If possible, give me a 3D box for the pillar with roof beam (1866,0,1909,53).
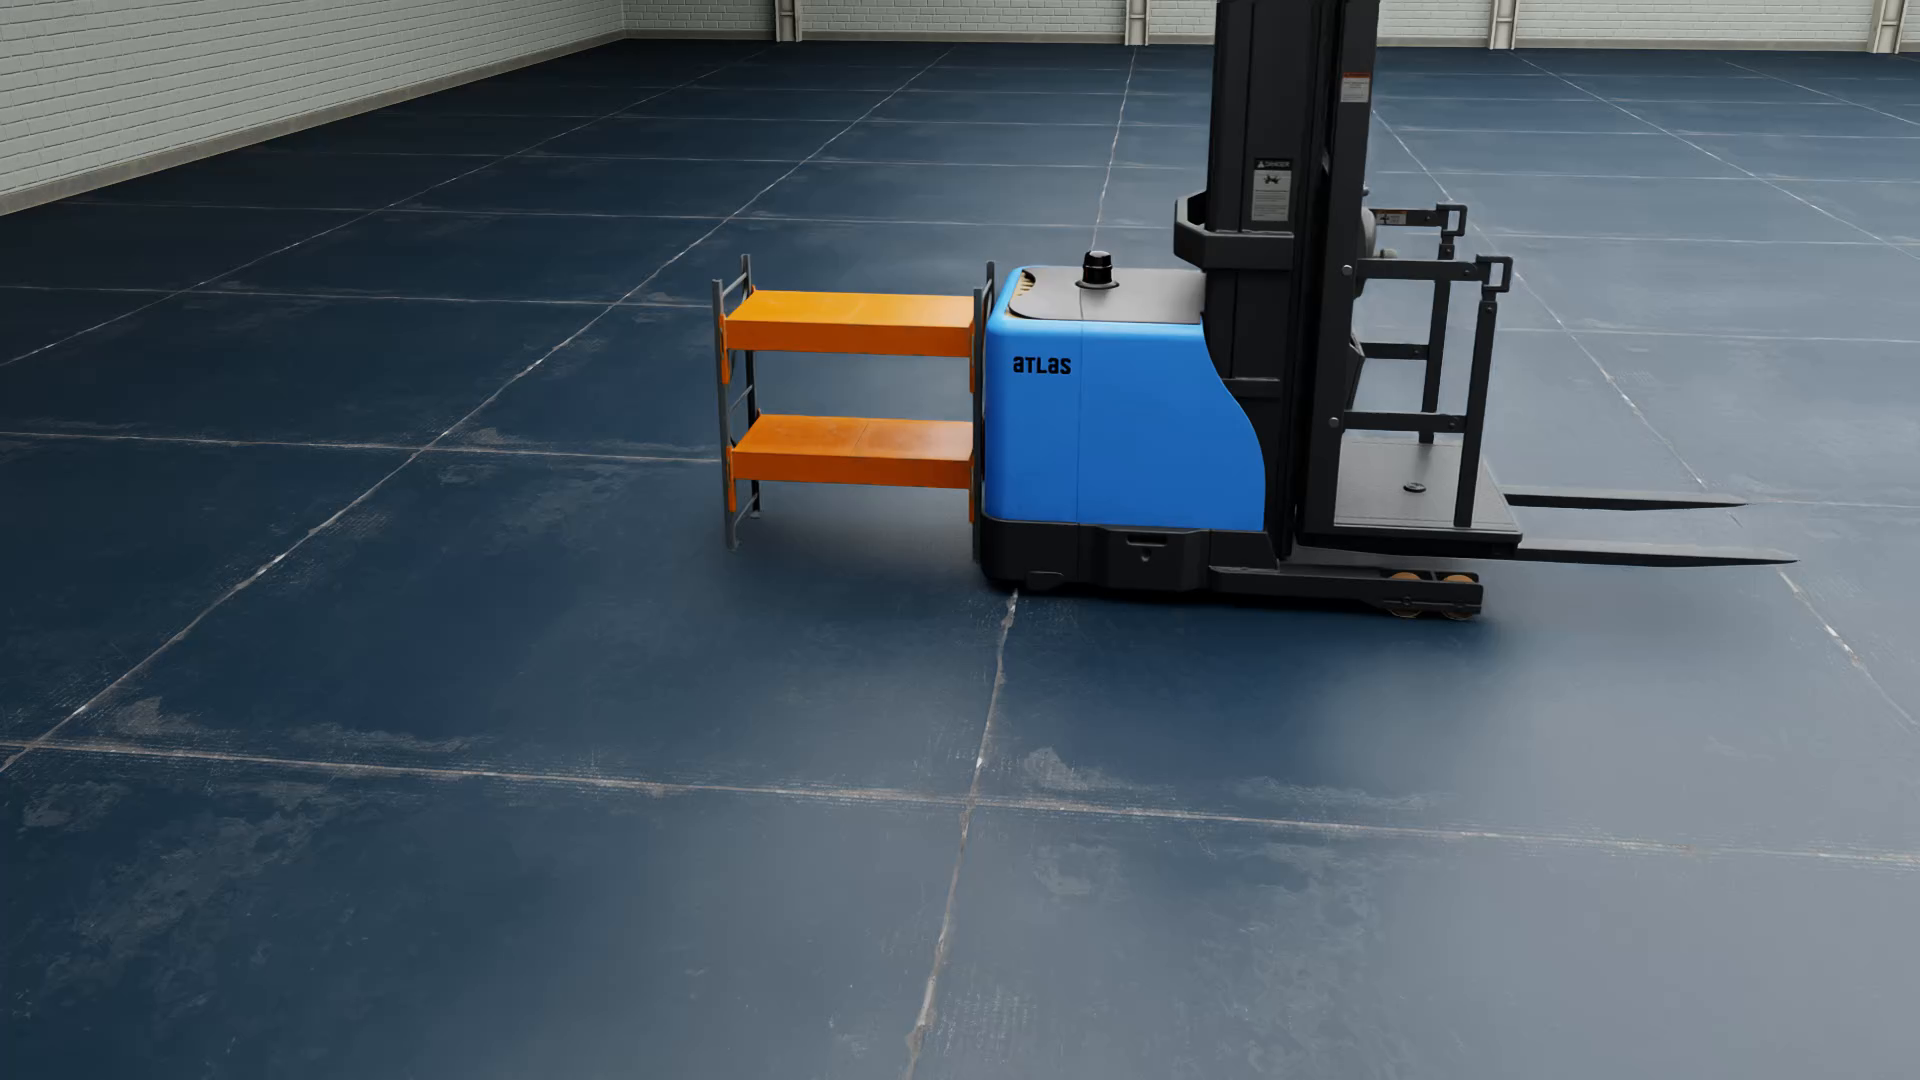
[{"bbox_3d":[14.405,-10.504,21.270,0.400,9.000,9.100,2,22,6],"label":"pillar with roof beam"}]

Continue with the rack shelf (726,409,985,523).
[{"bbox_3d":[-0.408,-0.315,6.871,1.000,0.278,0.538,3,22,7],"label":"rack shelf"}]

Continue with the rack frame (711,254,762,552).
[{"bbox_3d":[-0.912,-0.565,6.840,0.032,1.125,0.500,3,22,7],"label":"rack frame"}]

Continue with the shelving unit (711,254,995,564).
[{"bbox_3d":[-0.408,-0.542,6.781,1.048,1.125,0.538,3,22,7],"label":"shelving unit"}]

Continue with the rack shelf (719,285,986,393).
[{"bbox_3d":[-0.408,-0.814,6.673,1.000,0.278,0.538,3,22,7],"label":"rack shelf"}]

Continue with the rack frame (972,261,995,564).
[{"bbox_3d":[0.097,-0.519,6.722,0.032,1.125,0.500,3,22,7],"label":"rack frame"}]

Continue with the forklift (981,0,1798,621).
[{"bbox_3d":[1.637,-1.271,6.169,3.031,2.935,1.130,3,22,7],"label":"forklift"}]

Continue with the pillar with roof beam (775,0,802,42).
[{"bbox_3d":[-3.470,-11.283,23.240,0.400,9.000,9.100,2,22,6],"label":"pillar with roof beam"}]

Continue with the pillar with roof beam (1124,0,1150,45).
[{"bbox_3d":[2.489,-11.024,22.584,0.400,9.000,9.100,2,22,6],"label":"pillar with roof beam"}]

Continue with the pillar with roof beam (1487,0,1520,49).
[{"bbox_3d":[8.447,-10.764,21.927,0.400,9.000,9.100,2,22,6],"label":"pillar with roof beam"}]
